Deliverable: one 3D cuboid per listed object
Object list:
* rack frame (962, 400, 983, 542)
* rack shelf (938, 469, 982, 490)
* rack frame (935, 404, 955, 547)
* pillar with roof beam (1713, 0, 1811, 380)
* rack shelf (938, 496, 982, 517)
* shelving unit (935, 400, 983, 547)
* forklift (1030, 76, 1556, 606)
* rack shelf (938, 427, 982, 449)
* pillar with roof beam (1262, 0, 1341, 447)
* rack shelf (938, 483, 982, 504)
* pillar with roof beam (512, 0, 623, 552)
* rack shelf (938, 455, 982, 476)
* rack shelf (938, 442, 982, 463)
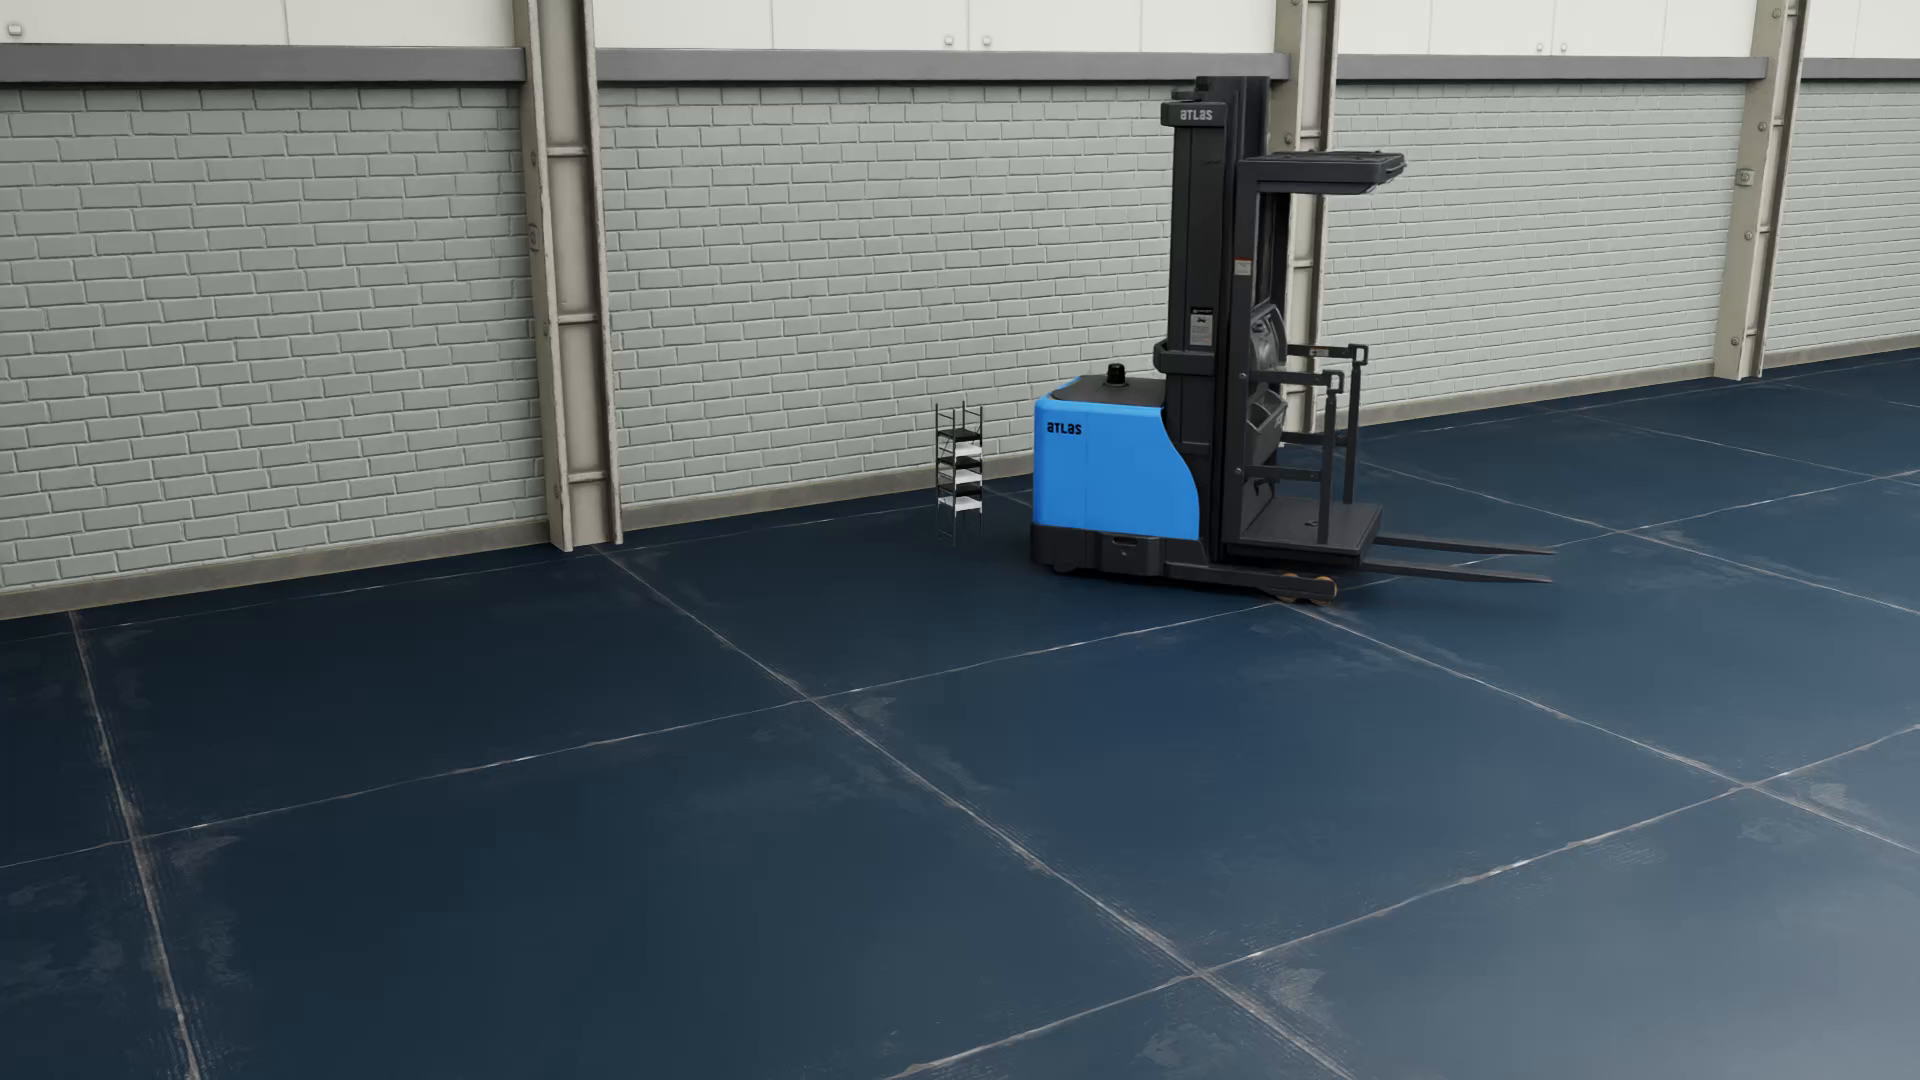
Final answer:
[{"bbox_3d":[0.080,-0.446,10.835,0.006,0.900,0.240,-9,18,-30],"label":"rack frame"},{"bbox_3d":[-0.007,-0.400,10.793,0.200,0.077,0.258,-9,18,-30],"label":"rack shelf"},{"bbox_3d":[-0.094,-0.418,10.734,0.006,0.900,0.240,-9,18,-30],"label":"rack frame"},{"bbox_3d":[10.063,-4.992,12.045,0.400,9.000,9.100,-9,18,-30],"label":"pillar with roof beam"},{"bbox_3d":[-0.007,-0.227,10.842,0.200,0.077,0.258,-9,18,-30],"label":"rack shelf"},{"bbox_3d":[-0.007,-0.432,10.784,0.210,0.900,0.258,-9,18,-30],"label":"shelving unit"},{"bbox_3d":[2.002,-1.195,9.744,3.031,2.935,1.130,6,17,20],"label":"forklift"},{"bbox_3d":[-0.007,-0.660,10.720,0.200,0.077,0.258,-9,18,-30],"label":"rack shelf"},{"bbox_3d":[4.920,-4.158,9.070,0.400,9.000,9.100,-9,18,-30],"label":"pillar with roof beam"},{"bbox_3d":[-0.007,-0.313,10.818,0.200,0.077,0.258,-9,18,-30],"label":"rack shelf"},{"bbox_3d":[-0.224,-3.324,6.095,0.400,9.000,9.100,-9,18,-30],"label":"pillar with roof beam"},{"bbox_3d":[-0.007,-0.487,10.769,0.200,0.077,0.258,-9,18,-30],"label":"rack shelf"},{"bbox_3d":[-0.007,-0.573,10.745,0.200,0.077,0.258,-9,18,-30],"label":"rack shelf"}]
